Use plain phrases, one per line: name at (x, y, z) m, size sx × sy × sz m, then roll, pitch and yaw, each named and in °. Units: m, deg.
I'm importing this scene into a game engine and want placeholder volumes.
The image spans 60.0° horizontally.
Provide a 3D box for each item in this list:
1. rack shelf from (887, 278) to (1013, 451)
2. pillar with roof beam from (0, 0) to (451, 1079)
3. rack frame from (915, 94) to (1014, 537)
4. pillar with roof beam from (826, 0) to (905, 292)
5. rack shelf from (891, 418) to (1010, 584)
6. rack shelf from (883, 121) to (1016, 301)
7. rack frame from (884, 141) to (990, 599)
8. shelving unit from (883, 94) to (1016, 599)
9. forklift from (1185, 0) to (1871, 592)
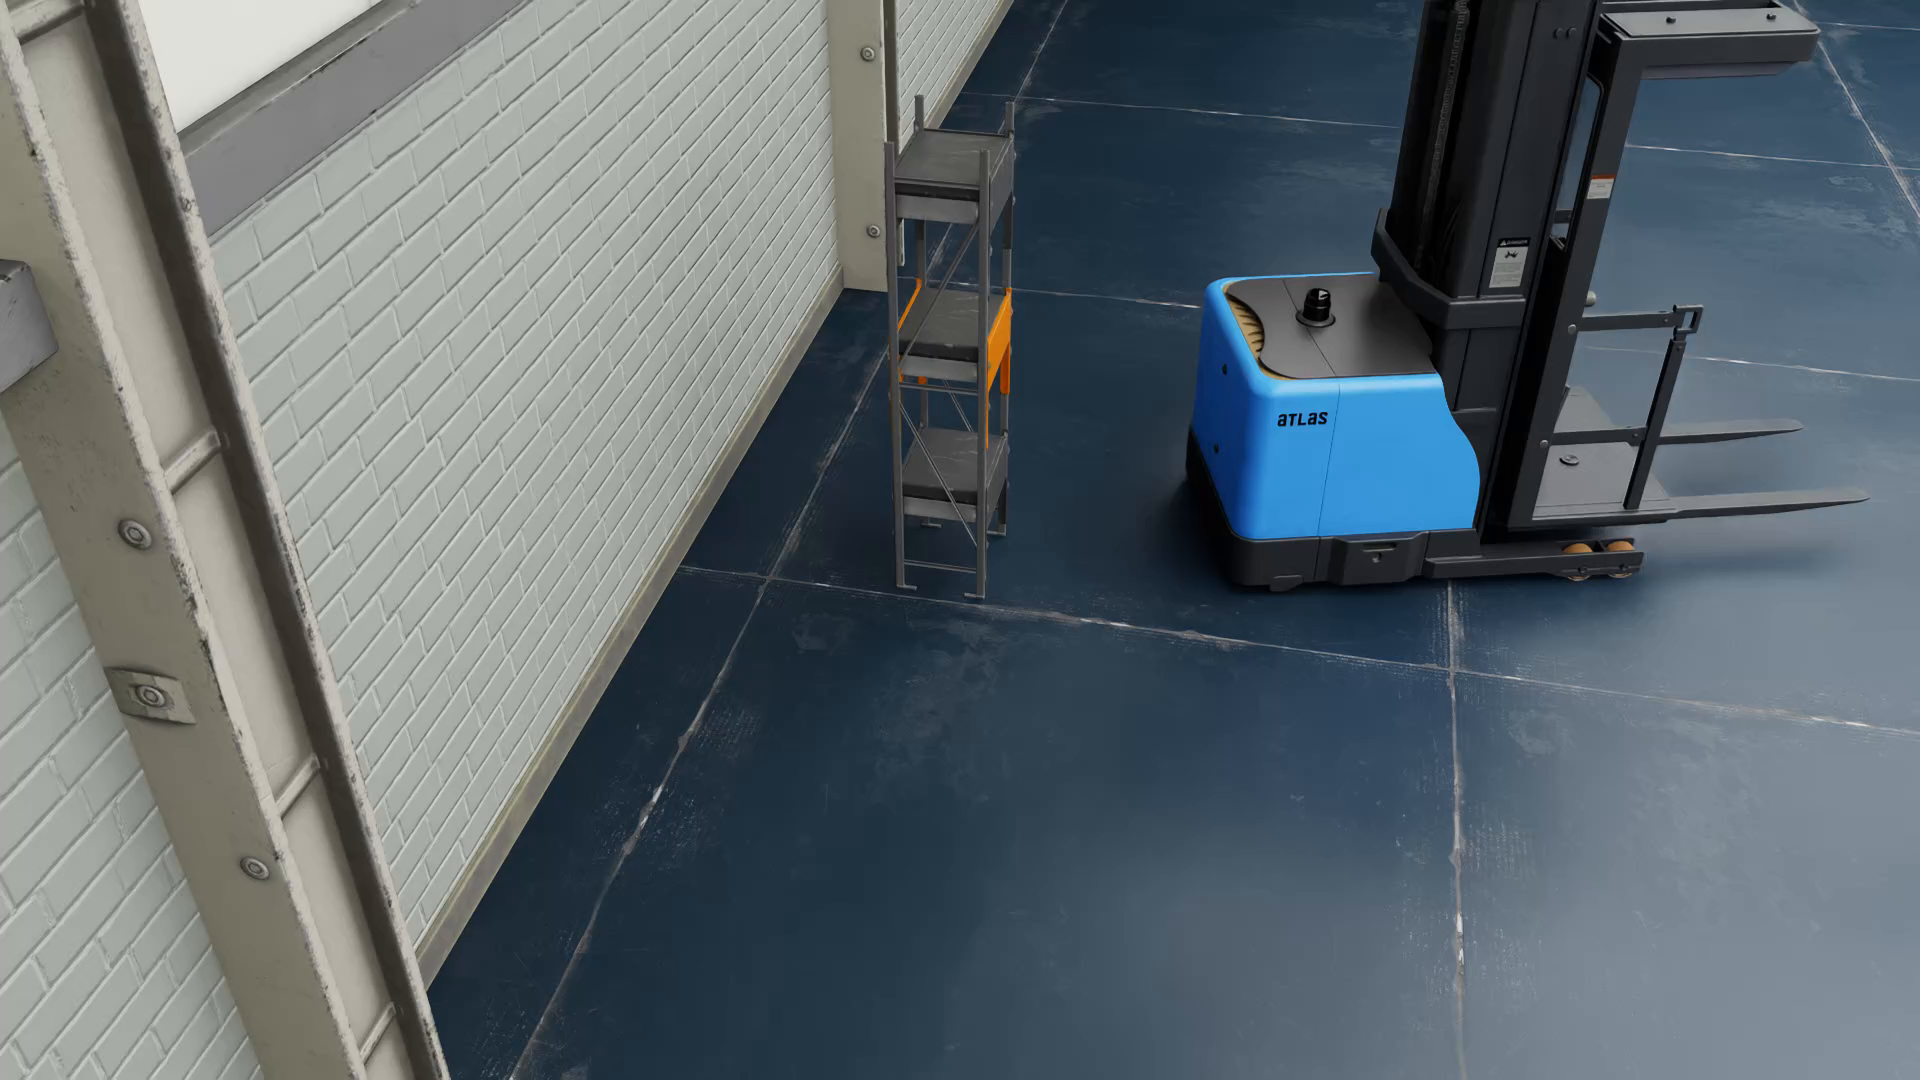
rack shelf at (-0.035, -0.744, 7.011) m, size 0.431 × 0.518 × 0.480 m, roll 7°, pitch 37°, yaw 10°
pillar with roof beam at (2.397, -1.252, 1.810) m, size 9.100 × 9.000 × 0.400 m, roll 7°, pitch 37°, yaw 10°
rack frame at (0.017, -0.895, 7.196) m, size 0.400 × 2.100 × 0.015 m, roll 7°, pitch 37°, yaw 10°
pillar with roof beam at (3.678, -4.692, 6.556) m, size 9.100 × 9.000 × 0.400 m, roll 7°, pitch 37°, yaw 10°
rack shelf at (-0.035, -0.177, 7.422) m, size 0.431 × 0.518 × 0.480 m, roll 7°, pitch 37°, yaw 10°
rack shelf at (-0.035, -1.311, 6.600) m, size 0.431 × 0.518 × 0.480 m, roll 7°, pitch 37°, yaw 10°
rack frame at (-0.087, -0.615, 6.810) m, size 0.400 × 2.100 × 0.015 m, roll 7°, pitch 37°, yaw 10°
shelving unit at (-0.035, -0.755, 7.003) m, size 0.431 × 2.100 × 0.503 m, roll 7°, pitch 37°, yaw 10°
forklift at (2.647, -1.311, 7.061) m, size 3.031 × 2.935 × 1.130 m, roll -3°, pitch 36°, yaw -4°
